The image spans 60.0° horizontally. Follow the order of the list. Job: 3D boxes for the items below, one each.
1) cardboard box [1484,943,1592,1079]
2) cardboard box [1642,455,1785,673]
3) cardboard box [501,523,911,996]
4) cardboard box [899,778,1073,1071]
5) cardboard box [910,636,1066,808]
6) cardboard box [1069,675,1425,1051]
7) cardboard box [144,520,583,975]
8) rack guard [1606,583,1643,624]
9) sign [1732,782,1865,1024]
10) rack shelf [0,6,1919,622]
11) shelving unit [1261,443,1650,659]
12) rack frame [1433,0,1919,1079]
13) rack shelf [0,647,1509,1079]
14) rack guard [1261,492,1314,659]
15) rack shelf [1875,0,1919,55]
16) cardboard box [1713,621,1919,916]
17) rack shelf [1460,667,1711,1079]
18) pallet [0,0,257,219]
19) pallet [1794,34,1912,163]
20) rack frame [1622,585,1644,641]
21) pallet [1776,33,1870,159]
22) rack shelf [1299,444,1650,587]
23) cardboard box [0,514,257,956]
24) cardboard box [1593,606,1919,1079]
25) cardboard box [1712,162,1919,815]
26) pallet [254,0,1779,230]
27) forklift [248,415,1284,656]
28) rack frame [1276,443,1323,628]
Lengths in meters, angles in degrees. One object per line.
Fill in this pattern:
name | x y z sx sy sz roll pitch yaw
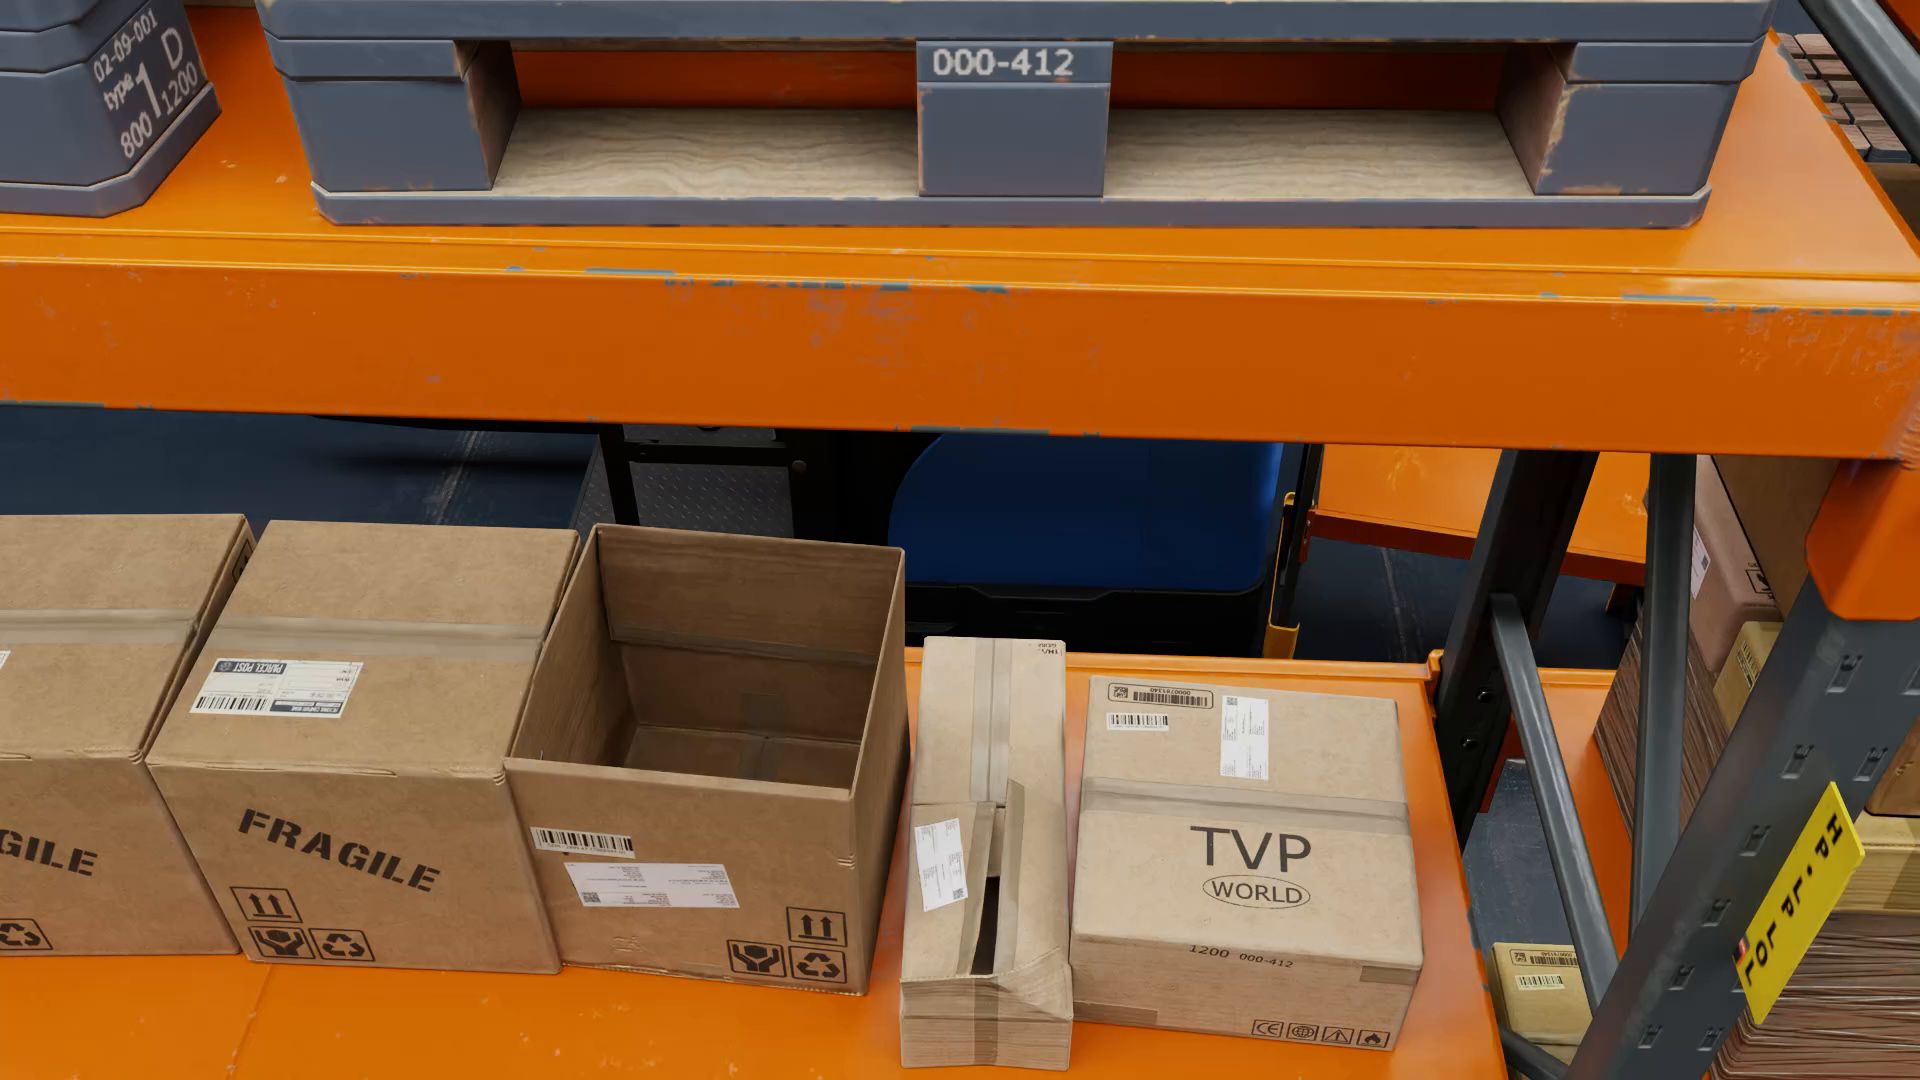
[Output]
cardboard box | 1.402 1.145 3.529 0.500 0.250 0.500 2 43 2
cardboard box | 1.211 0.016 2.483 0.250 0.149 0.380 2 43 2
cardboard box | -0.363 0.340 2.611 0.500 0.500 0.500 5 43 5
cardboard box | 0.043 0.574 2.531 0.258 0.266 0.396 1 43 1
cardboard box | 0.053 0.353 2.855 0.250 0.149 0.380 2 43 2
cardboard box | 0.435 0.497 2.626 0.500 0.250 0.500 4 43 5
cardboard box | -0.864 0.324 2.628 0.500 0.500 0.500 2 43 2
rack guard | 1.934 0.299 4.746 0.087 0.250 0.587 9 44 10
sign | 0.915 0.402 1.826 0.005 0.325 0.100 2 43 2
rack shelf | -1.069 -0.469 1.879 4.000 0.370 1.077 2 43 2
shelving unit | 1.449 -0.235 4.402 1.083 1.500 0.587 9 44 10
rack frame | 0.929 0.427 2.591 0.127 3.000 1.000 2 43 2
rack shelf | -1.069 0.629 2.902 4.000 0.370 1.077 2 43 2
rack guard | 0.964 0.145 4.911 0.087 0.250 0.587 9 44 10
rack shelf | 2.927 -0.346 1.748 4.000 0.370 1.077 2 43 2
cardboard box | 1.189 0.293 2.185 0.250 0.149 0.380 2 43 2
rack shelf | 2.927 0.752 2.770 4.000 0.370 1.077 2 43 2
pallet | -1.267 -0.732 1.773 1.213 0.211 1.003 4 43 4
pallet | 4.263 -1.801 7.029 1.213 0.211 1.003 2 43 2
rack frame | 1.953 -0.155 4.317 0.032 1.500 0.500 9 44 10
pallet | 3.047 -1.841 7.071 1.213 0.211 1.003 2 43 2
rack shelf | 1.458 -0.102 4.523 1.000 0.185 0.538 9 44 10
cardboard box | -1.390 0.308 2.645 0.500 0.500 0.500 0 43 0
cardboard box | 1.373 0.400 2.547 0.500 0.500 0.700 1 43 1
cardboard box | 1.373 -0.075 2.104 0.500 0.500 0.700 2 43 2
pallet | 0.048 -0.619 1.653 1.217 0.209 0.805 0 43 0
forklift | -0.629 -1.091 4.271 3.031 2.935 1.130 2 43 2
rack frame | 0.962 -0.312 4.485 0.032 1.500 0.500 9 44 10
